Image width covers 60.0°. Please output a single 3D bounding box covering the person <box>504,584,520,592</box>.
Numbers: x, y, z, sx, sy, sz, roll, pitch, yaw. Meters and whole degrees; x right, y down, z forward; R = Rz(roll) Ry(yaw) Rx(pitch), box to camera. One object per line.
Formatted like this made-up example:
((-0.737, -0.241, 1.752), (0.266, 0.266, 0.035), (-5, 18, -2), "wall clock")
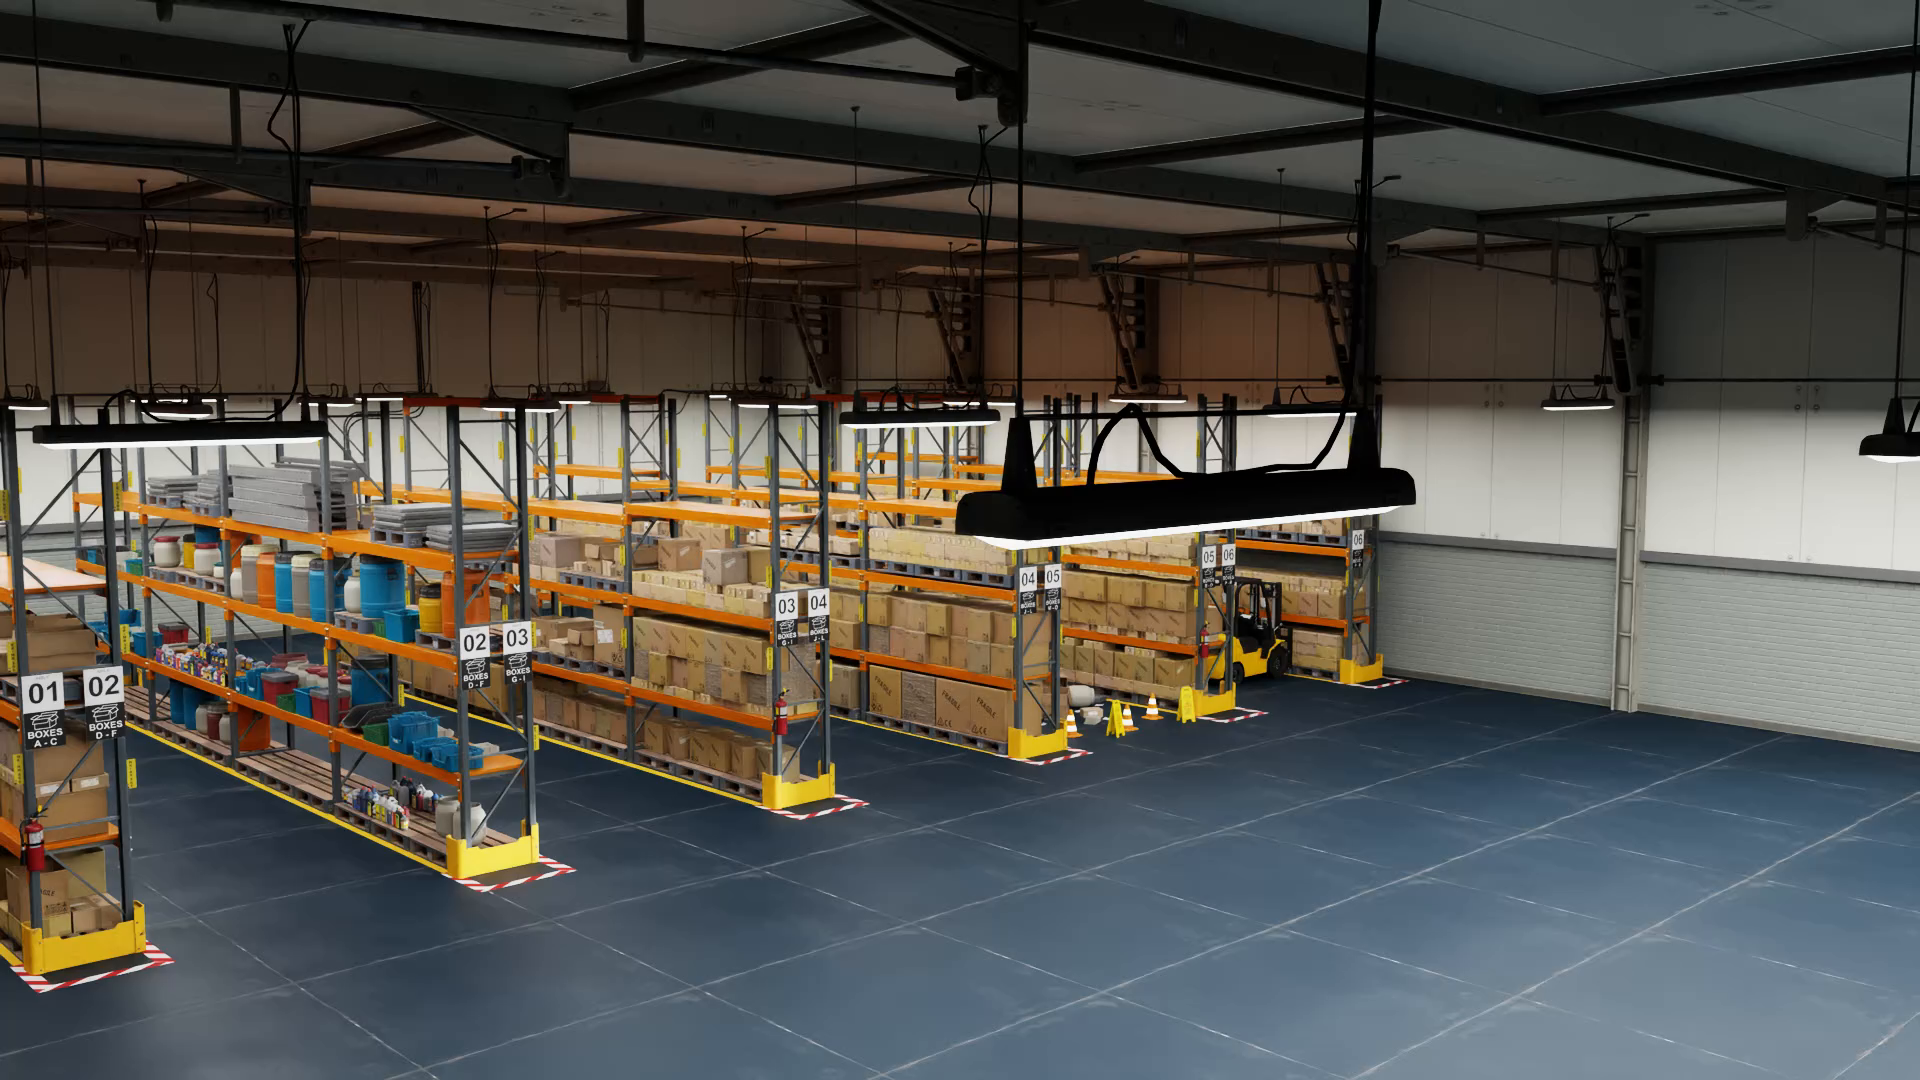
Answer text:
((-10.779, 1.625, 40.306), (0.566, 1.715, 0.794), (-1, 6, -13), "person")
